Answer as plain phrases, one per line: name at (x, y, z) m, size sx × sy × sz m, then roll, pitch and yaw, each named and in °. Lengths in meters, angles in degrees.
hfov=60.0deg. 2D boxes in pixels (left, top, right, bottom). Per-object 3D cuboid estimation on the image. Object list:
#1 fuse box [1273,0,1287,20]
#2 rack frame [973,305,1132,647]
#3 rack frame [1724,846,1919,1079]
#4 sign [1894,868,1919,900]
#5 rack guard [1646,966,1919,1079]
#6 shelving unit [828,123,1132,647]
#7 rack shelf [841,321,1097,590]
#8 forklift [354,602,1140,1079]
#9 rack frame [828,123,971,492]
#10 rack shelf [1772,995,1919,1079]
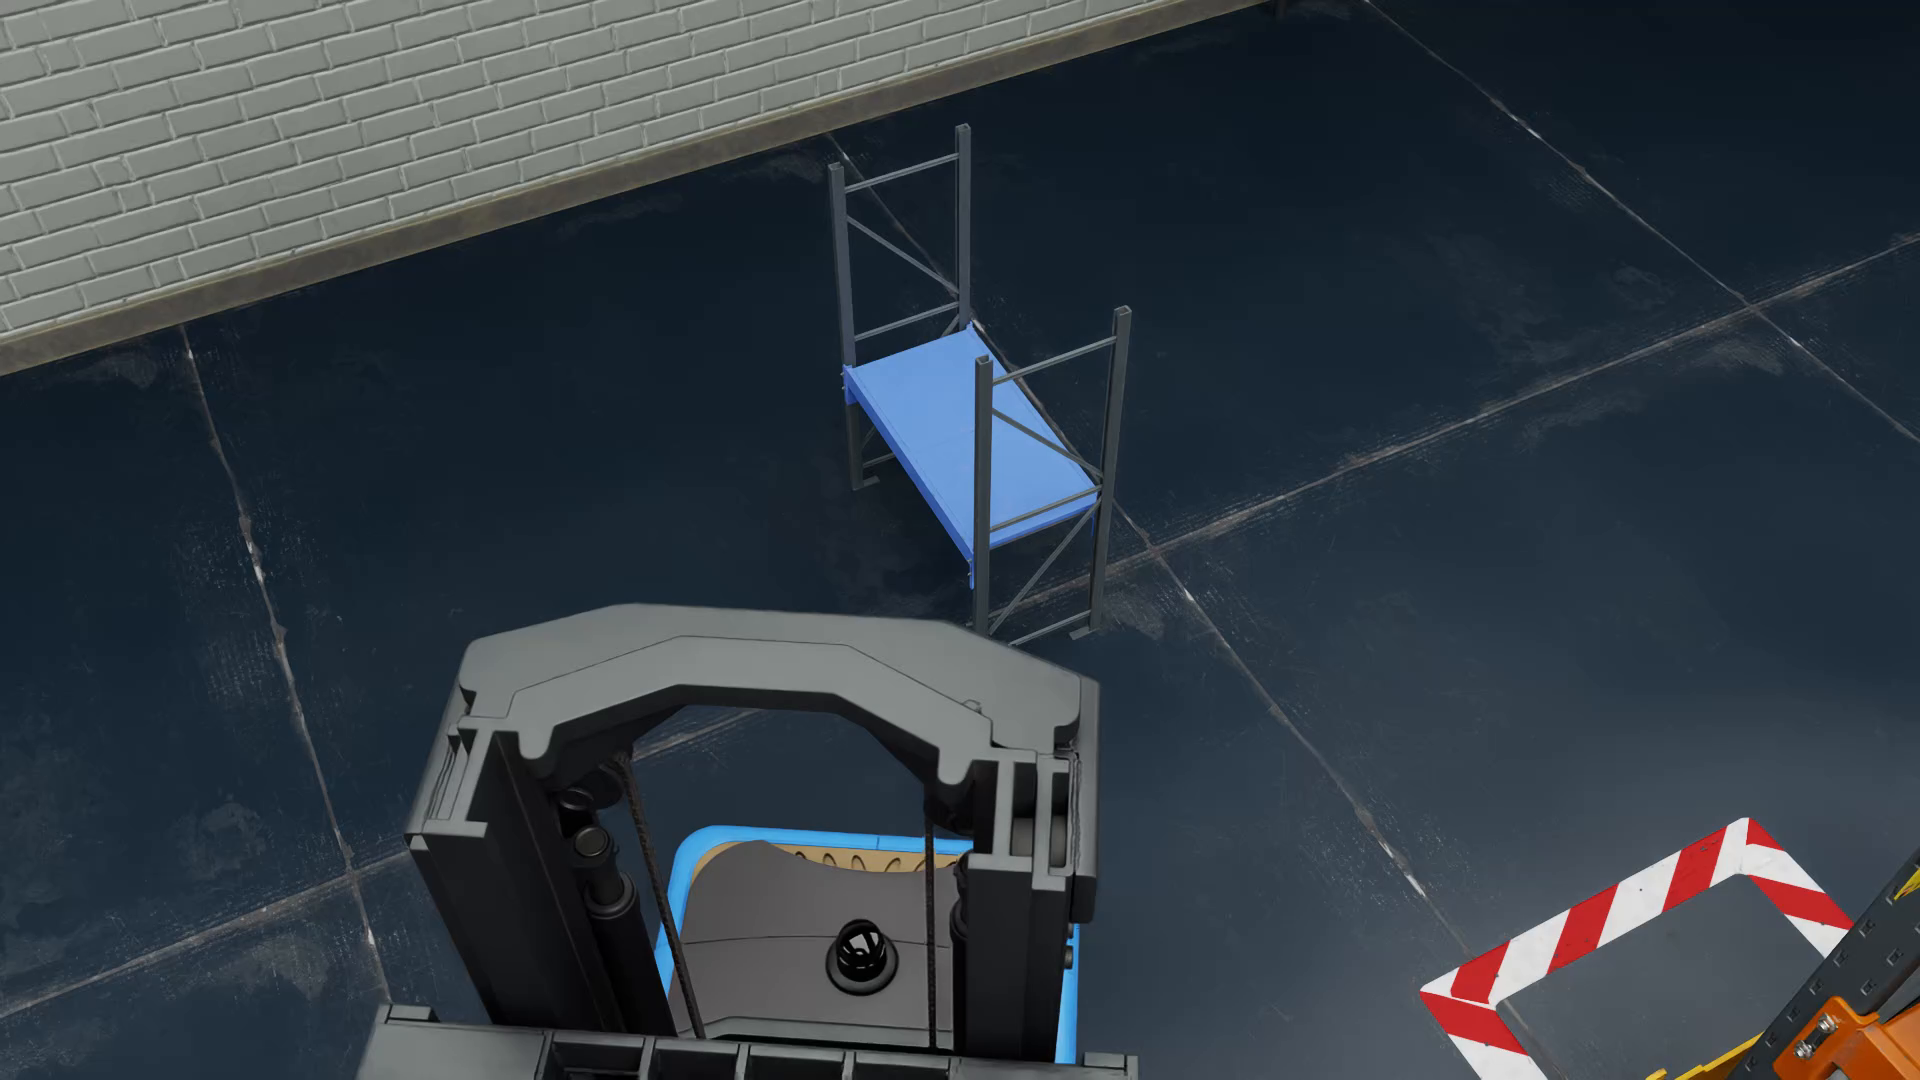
fuse box at (1.690, -3.268, 7.971) m, size 0.539 × 1.711 × 0.414 m, roll -21°, pitch 52°, yaw -18°
rack frame at (0.272, -0.096, 5.338) m, size 0.500 × 1.500 × 0.032 m, roll -21°, pitch 52°, yaw -18°
rack frame at (2.356, 0.700, 3.645) m, size 1.000 × 3.000 × 0.127 m, roll -21°, pitch 52°, yaw -18°
sign at (1.860, 0.576, 3.126) m, size 0.100 × 0.325 × 0.005 m, roll -21°, pitch 52°, yaw -18°
rack guard at (2.346, 1.507, 4.600) m, size 1.175 × 0.500 × 0.348 m, roll -21°, pitch 52°, yaw -18°
shelving unit at (0.039, -0.437, 5.636) m, size 0.538 × 1.500 × 1.048 m, roll -21°, pitch 52°, yaw -18°
rack shelf at (0.039, -0.318, 5.771) m, size 0.538 × 0.185 × 1.000 m, roll -21°, pitch 52°, yaw -18°
forklift at (-0.311, 1.594, 2.909) m, size 1.130 × 2.935 × 3.031 m, roll 3°, pitch 49°, yaw 3°
rack frame at (-0.194, -0.777, 5.933) m, size 0.500 × 1.500 × 0.032 m, roll -21°, pitch 52°, yaw -18°
rack shelf at (3.272, 2.275, 2.745) m, size 1.077 × 0.370 × 4.000 m, roll -21°, pitch 52°, yaw -18°
